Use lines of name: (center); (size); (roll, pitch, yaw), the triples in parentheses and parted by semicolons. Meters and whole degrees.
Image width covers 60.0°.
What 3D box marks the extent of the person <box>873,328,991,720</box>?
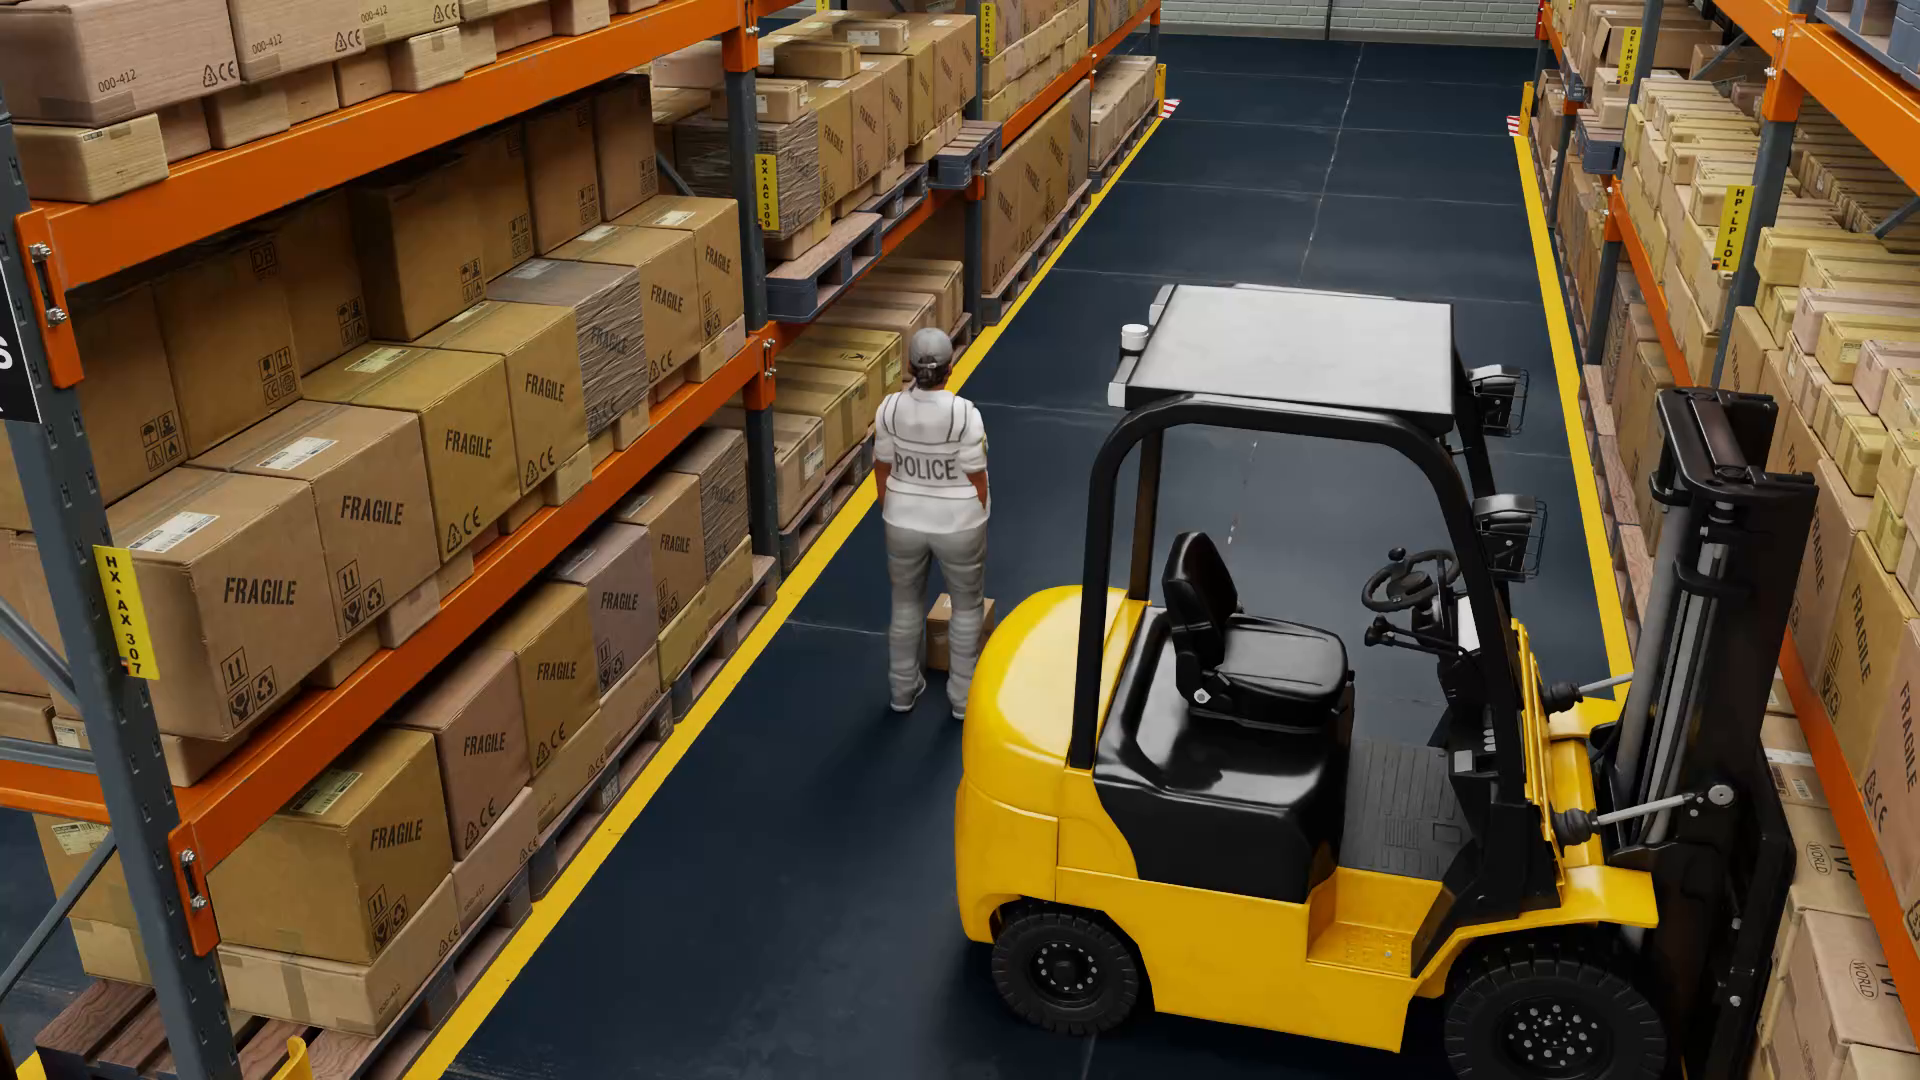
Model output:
person: (-0.110, -0.063, 6.750); (0.469, 1.661, 0.391); (6, 26, 13)
